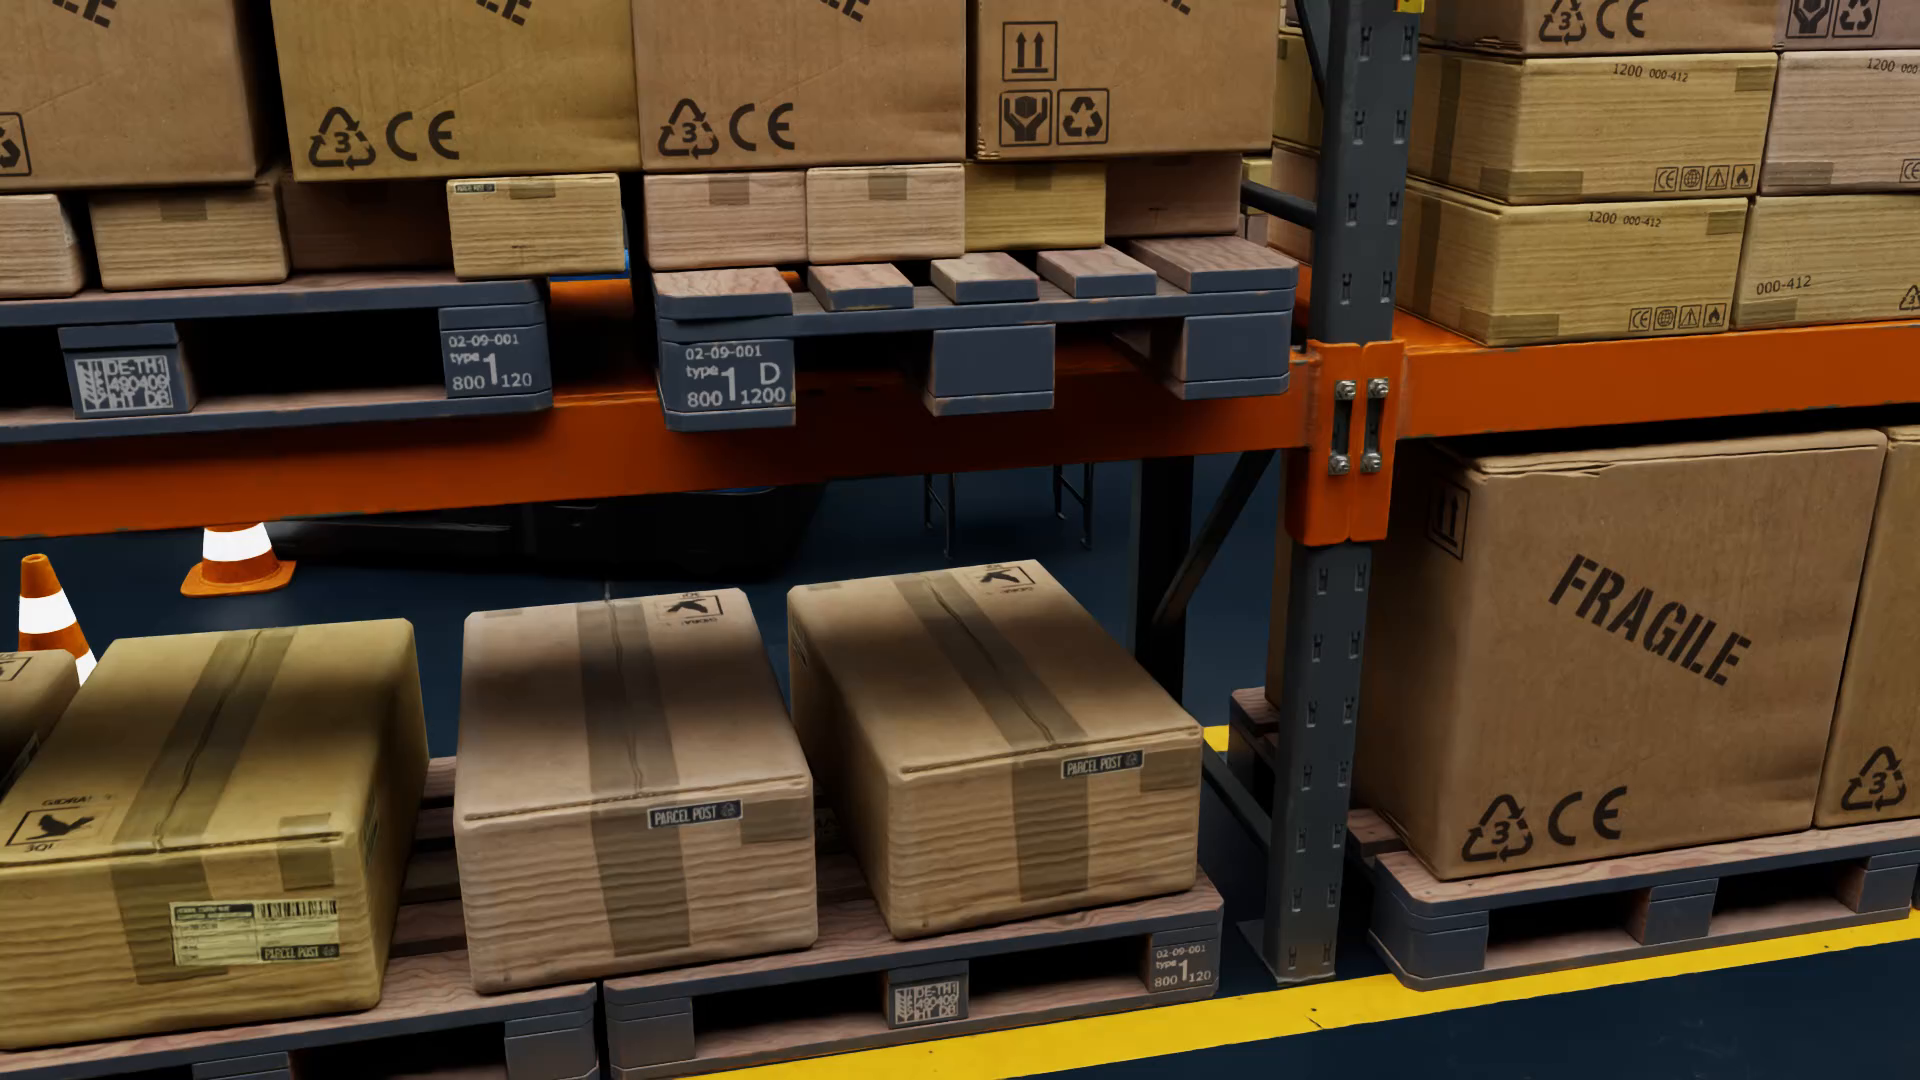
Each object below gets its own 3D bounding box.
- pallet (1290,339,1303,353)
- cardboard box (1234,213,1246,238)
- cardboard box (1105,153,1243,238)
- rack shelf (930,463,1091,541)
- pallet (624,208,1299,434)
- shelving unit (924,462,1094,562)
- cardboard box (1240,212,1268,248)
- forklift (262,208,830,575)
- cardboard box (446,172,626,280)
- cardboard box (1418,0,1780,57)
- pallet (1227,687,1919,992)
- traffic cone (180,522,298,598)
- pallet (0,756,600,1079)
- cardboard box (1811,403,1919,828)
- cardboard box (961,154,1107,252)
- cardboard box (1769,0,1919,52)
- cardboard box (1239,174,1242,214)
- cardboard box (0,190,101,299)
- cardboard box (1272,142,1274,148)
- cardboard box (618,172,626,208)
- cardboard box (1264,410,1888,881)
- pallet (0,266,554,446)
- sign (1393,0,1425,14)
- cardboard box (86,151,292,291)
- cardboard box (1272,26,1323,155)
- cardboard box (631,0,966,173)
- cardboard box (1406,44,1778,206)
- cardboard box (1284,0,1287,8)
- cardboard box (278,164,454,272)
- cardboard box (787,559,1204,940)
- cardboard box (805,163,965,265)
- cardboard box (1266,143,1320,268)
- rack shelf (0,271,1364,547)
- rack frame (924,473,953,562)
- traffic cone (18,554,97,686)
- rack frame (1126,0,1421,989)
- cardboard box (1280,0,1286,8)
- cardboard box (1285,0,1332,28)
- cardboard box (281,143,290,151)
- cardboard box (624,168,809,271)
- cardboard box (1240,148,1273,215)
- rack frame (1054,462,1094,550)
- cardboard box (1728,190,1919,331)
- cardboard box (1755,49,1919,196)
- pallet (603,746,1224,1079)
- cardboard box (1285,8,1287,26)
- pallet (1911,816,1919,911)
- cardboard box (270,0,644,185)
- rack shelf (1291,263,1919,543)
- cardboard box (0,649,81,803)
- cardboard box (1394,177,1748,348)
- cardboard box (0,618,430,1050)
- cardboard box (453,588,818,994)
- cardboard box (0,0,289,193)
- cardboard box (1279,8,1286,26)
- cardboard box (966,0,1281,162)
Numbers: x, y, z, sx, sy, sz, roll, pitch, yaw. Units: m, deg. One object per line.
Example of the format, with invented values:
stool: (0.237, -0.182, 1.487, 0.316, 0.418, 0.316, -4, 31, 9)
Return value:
pallet: (1.295, -1.173, 8.711, 1.213, 0.211, 1.003, -5, 21, -12)
cardboard box: (1.083, -1.403, 8.308, 0.500, 0.500, 0.500, -5, 21, -14)
cardboard box: (0.321, -0.652, 2.987, 0.250, 0.149, 0.380, -4, 20, -10)
rack shelf: (0.161, -0.329, 5.735, 0.480, 0.518, 0.431, -5, 21, -12)
pallet: (-0.083, -0.495, 3.084, 1.003, 0.211, 1.213, -5, 21, -12)
shelving unit: (0.161, -0.999, 5.489, 0.503, 2.100, 0.431, -5, 21, -12)
cardboard box: (1.580, -1.444, 8.418, 0.500, 0.500, 0.500, -5, 21, -14)
forklift: (-2.035, -1.474, 5.578, 3.031, 2.935, 1.130, 3, 20, 7)
cardboard box: (-0.669, -0.527, 2.648, 0.250, 0.149, 0.380, -4, 21, -12)
cardboard box: (1.122, -1.151, 2.996, 0.500, 0.500, 0.500, -5, 21, -14)
pallet: (1.371, 0.595, 3.883, 1.213, 0.211, 1.003, -5, 21, -12)
traffic cone: (-2.370, -0.094, 5.398, 0.334, 0.463, 0.336, -5, 21, -12)
pallet: (-1.359, 0.789, 3.354, 1.213, 0.211, 1.003, -5, 21, -12)
cardboard box: (2.147, 0.027, 3.857, 0.875, 0.875, 0.875, -4, 21, -12)
cardboard box: (0.077, -0.606, 2.863, 0.250, 0.149, 0.380, -4, 21, -12)
cardboard box: (1.603, -1.193, 3.112, 0.500, 0.500, 0.500, -5, 21, -12)
cardboard box: (1.054, -1.750, 8.165, 0.500, 0.250, 0.500, -4, 21, -12)
cardboard box: (-1.421, -0.472, 2.496, 0.250, 0.149, 0.380, -4, 20, -10)
cardboard box: (1.447, -1.966, 8.755, 0.500, 0.250, 0.500, -4, 20, -10)
cardboard box: (-0.605, -0.761, 3.285, 0.250, 0.149, 0.380, -5, 21, -12)
cardboard box: (1.278, 0.097, 3.669, 0.875, 0.875, 0.875, -5, 21, -13)
pallet: (-1.331, -0.417, 2.870, 1.213, 0.211, 1.003, -5, 21, -12)
sign: (0.720, -1.003, 2.623, 0.005, 0.325, 0.100, -5, 21, -12)
cardboard box: (-1.168, -0.502, 2.580, 0.250, 0.149, 0.380, -5, 21, -14)
cardboard box: (0.999, -0.965, 3.579, 0.500, 0.250, 0.500, -5, 21, -13)
cardboard box: (-0.293, -0.887, 2.687, 0.500, 0.500, 0.500, -5, 21, -13)
cardboard box: (1.136, -0.799, 3.126, 0.500, 0.250, 0.500, -5, 21, -13)
cardboard box: (1.618, -2.658, 8.033, 0.250, 0.149, 0.380, -5, 21, -12)
cardboard box: (-0.943, -0.550, 2.709, 0.250, 0.149, 0.380, -4, 21, -12)
cardboard box: (0.034, 0.401, 3.569, 0.625, 0.372, 0.950, -6, 21, -16)
cardboard box: (-0.158, -0.571, 2.768, 0.250, 0.149, 0.380, -5, 21, -13)
cardboard box: (1.019, -0.734, 3.674, 0.500, 0.250, 0.500, -5, 21, -14)
rack shelf: (-1.360, -0.181, 2.994, 4.000, 0.370, 1.077, -5, 21, -12)
rack frame: (-0.076, -0.980, 5.436, 0.015, 2.100, 0.400, -5, 21, -12)
traffic cone: (-2.422, 0.264, 4.421, 0.334, 0.463, 0.336, -5, 21, -12)
rack frame: (0.586, -0.677, 3.302, 0.127, 3.000, 1.000, -5, 21, -12)
cardboard box: (1.380, -2.641, 7.986, 0.250, 0.149, 0.380, -4, 20, -11)
cardboard box: (1.029, -1.322, 3.464, 0.500, 0.500, 0.500, -5, 21, -14)
cardboard box: (-1.088, -0.680, 3.065, 0.250, 0.149, 0.380, -4, 20, -10)
cardboard box: (-0.405, -0.554, 2.721, 0.250, 0.149, 0.380, -6, 21, -15)
cardboard box: (1.560, -1.792, 8.278, 0.500, 0.250, 0.500, -6, 21, -15)
rack frame: (0.399, -1.018, 5.542, 0.015, 2.100, 0.400, -5, 21, -12)
cardboard box: (1.616, -0.608, 3.331, 0.500, 0.250, 0.500, -5, 21, -14)
cardboard box: (1.639, -0.839, 3.236, 0.500, 0.250, 0.500, -4, 21, -11)
pallet: (-0.175, 0.694, 3.614, 1.213, 0.211, 1.003, -5, 21, -12)
cardboard box: (1.634, -2.520, 8.088, 0.250, 0.149, 0.380, -4, 20, -10)
pallet: (2.556, 0.500, 4.143, 1.213, 0.211, 1.003, -5, 21, -12)
cardboard box: (-0.784, -0.847, 2.577, 0.500, 0.500, 0.500, -6, 21, -16)
rack shelf: (2.533, -0.498, 3.858, 4.000, 0.370, 1.077, -5, 21, -12)
cardboard box: (-2.098, 0.576, 3.092, 0.625, 0.372, 0.950, -3, 20, -9)
cardboard box: (1.120, -0.561, 3.204, 0.500, 0.250, 0.500, -5, 21, -13)
cardboard box: (-1.421, 0.520, 3.243, 0.625, 0.372, 0.950, -4, 20, -11)
cardboard box: (-0.682, 0.462, 3.402, 0.625, 0.372, 0.950, -5, 21, -14)
cardboard box: (-1.315, -0.804, 2.460, 0.500, 0.500, 0.500, -6, 21, -15)
cardboard box: (1.374, -2.499, 8.030, 0.250, 0.149, 0.380, -5, 21, -14)
cardboard box: (0.208, -0.932, 2.809, 0.500, 0.500, 0.500, -5, 21, -14)
